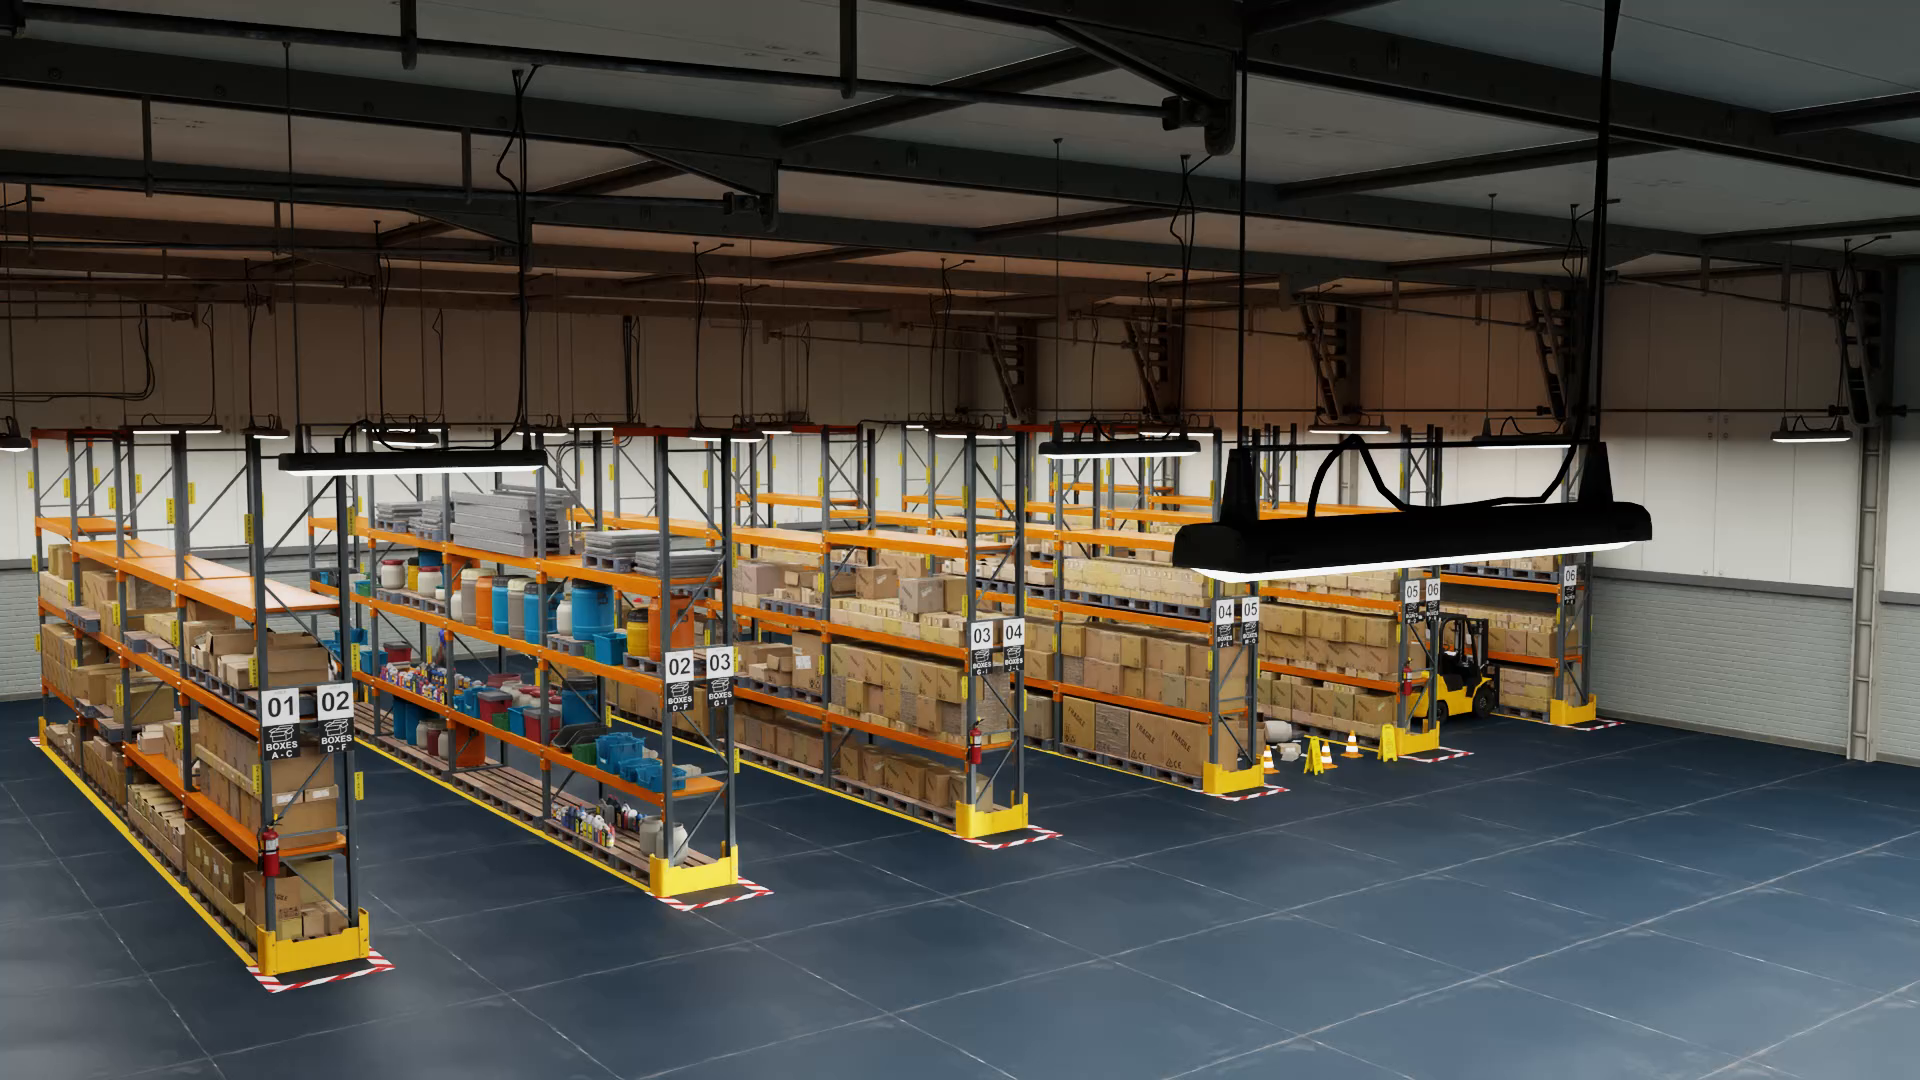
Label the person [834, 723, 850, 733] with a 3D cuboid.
[{"bbox_3d":[-2.099,3.011,31.040,0.989,1.709,0.584,4,6,40],"label":"person"}]

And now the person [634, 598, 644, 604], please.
[{"bbox_3d":[-8.050,2.258,41.274,0.638,1.687,0.620,-2,5,-28],"label":"person"}]

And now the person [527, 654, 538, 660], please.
[{"bbox_3d":[-10.575,2.270,41.476,0.593,1.582,0.416,0,4,0],"label":"person"}]

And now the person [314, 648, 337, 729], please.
[{"bbox_3d":[-12.416,2.937,32.489,0.527,1.665,1.145,-2,5,-28],"label":"person"}]

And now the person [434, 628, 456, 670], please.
[{"bbox_3d":[-11.794,2.560,37.837,1.032,1.596,0.446,-1,5,-17],"label":"person"}]
